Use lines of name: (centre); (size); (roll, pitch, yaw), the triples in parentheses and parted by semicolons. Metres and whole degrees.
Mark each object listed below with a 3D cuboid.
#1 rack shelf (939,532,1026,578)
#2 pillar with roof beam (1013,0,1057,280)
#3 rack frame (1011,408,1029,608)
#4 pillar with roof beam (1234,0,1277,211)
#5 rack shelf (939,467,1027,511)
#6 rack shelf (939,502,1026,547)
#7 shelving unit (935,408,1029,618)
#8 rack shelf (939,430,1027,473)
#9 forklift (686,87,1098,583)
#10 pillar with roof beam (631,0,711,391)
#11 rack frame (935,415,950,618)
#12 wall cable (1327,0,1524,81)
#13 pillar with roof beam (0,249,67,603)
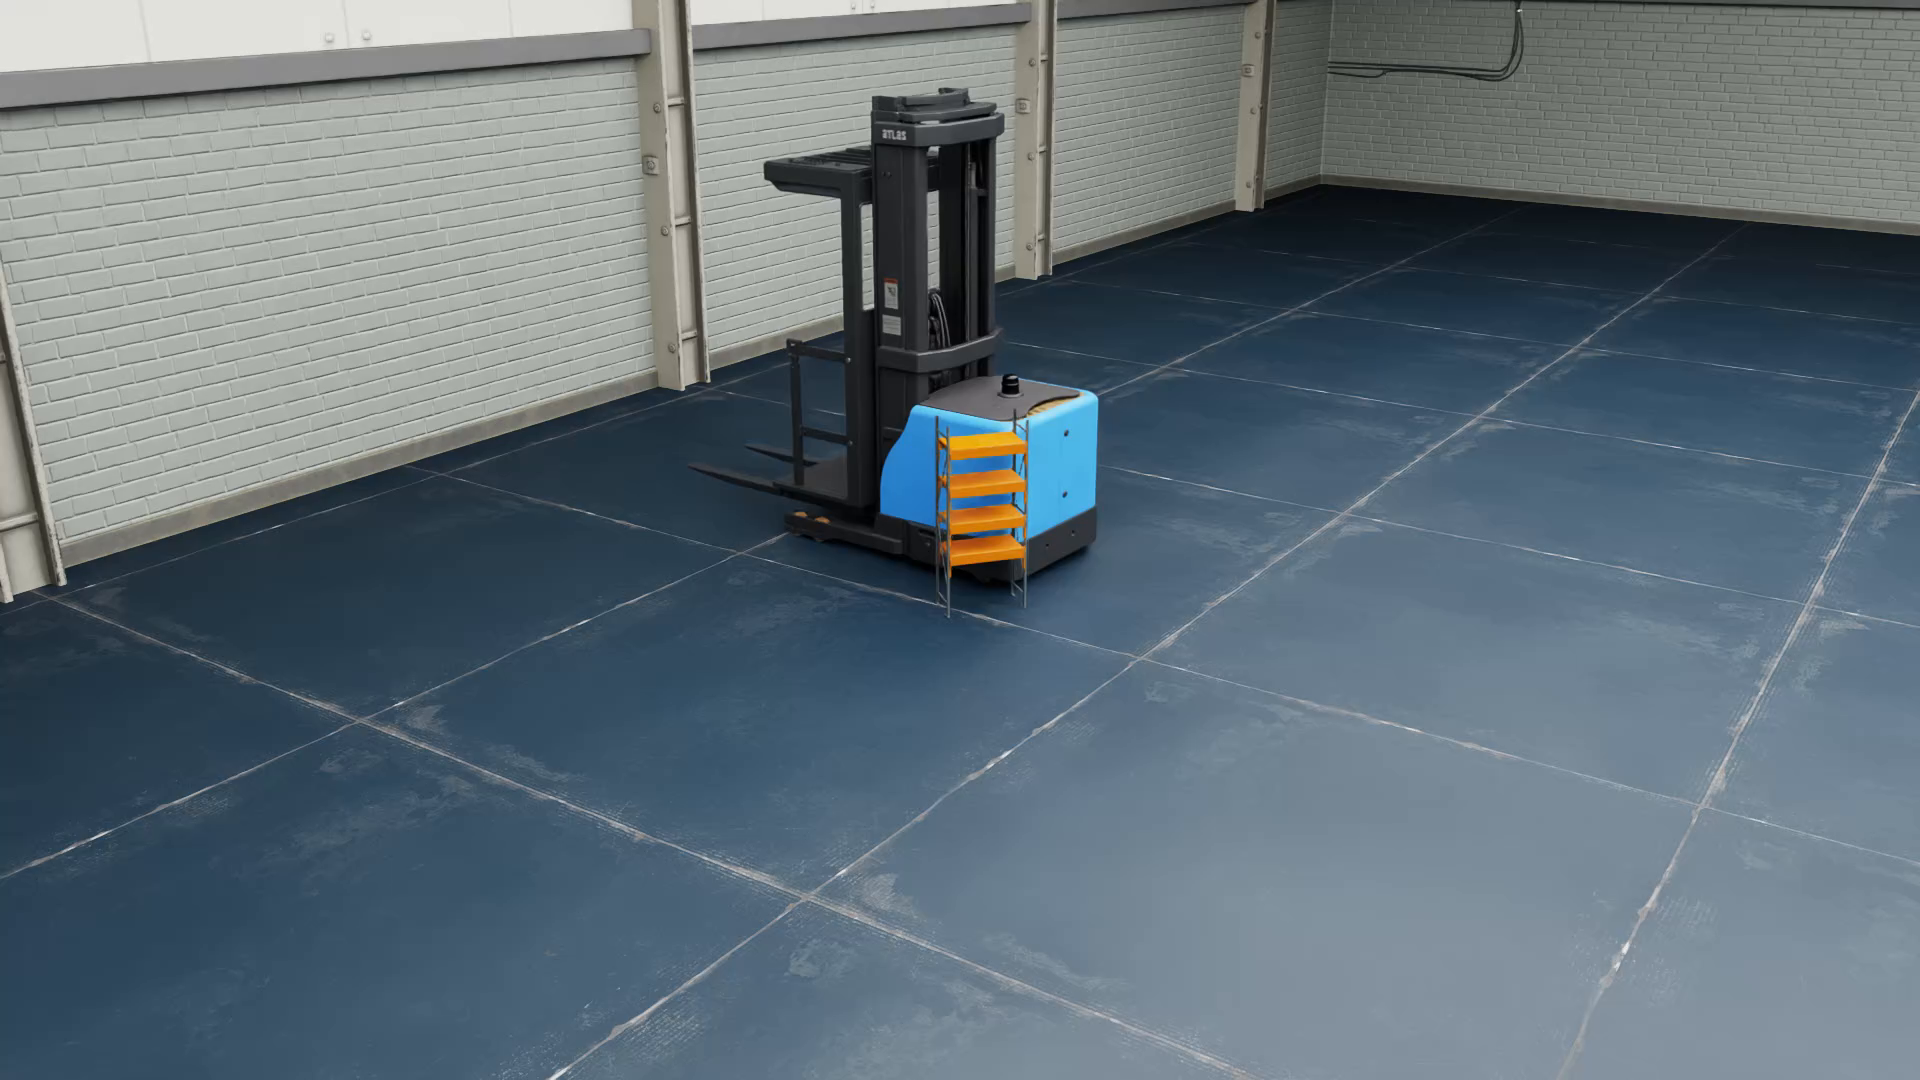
rack shelf: (0.128, 0.090, 10.055); (0.480, 0.148, 0.258); (-6, 22, -17)
pillar with roof beam: (4.422, -6.522, 15.926); (9.100, 9.000, 0.400); (13, 24, 32)
rack frame: (0.360, -0.185, 10.032); (0.015, 1.200, 0.240); (-6, 22, -17)
pillar with roof beam: (7.795, -8.244, 20.580); (9.100, 9.000, 0.400); (13, 24, 32)
rack shelf: (0.129, -0.305, 9.906); (0.480, 0.148, 0.258); (-6, 22, -17)
rack shelf: (0.128, -0.096, 9.985); (0.480, 0.148, 0.258); (-6, 22, -17)
shelving unit: (0.128, -0.159, 9.961); (0.503, 1.200, 0.258); (-6, 22, -17)
rack shelf: (0.129, -0.526, 9.822); (0.480, 0.148, 0.258); (-6, 22, -17)
forklift: (-0.580, -1.493, 11.077); (3.031, 2.935, 1.130); (14, 25, 34)
pillar with roof beam: (1.050, -4.801, 11.272); (9.100, 9.000, 0.400); (13, 24, 32)
rack frame: (-0.104, -0.132, 9.890); (0.015, 1.200, 0.240); (-6, 22, -17)
wall cable: (6.985, -8.214, 24.976); (3.097, 2.526, 0.112); (13, 24, 32)
pillar with roof beam: (-2.323, -3.079, 6.618); (9.100, 9.000, 0.400); (13, 24, 32)
